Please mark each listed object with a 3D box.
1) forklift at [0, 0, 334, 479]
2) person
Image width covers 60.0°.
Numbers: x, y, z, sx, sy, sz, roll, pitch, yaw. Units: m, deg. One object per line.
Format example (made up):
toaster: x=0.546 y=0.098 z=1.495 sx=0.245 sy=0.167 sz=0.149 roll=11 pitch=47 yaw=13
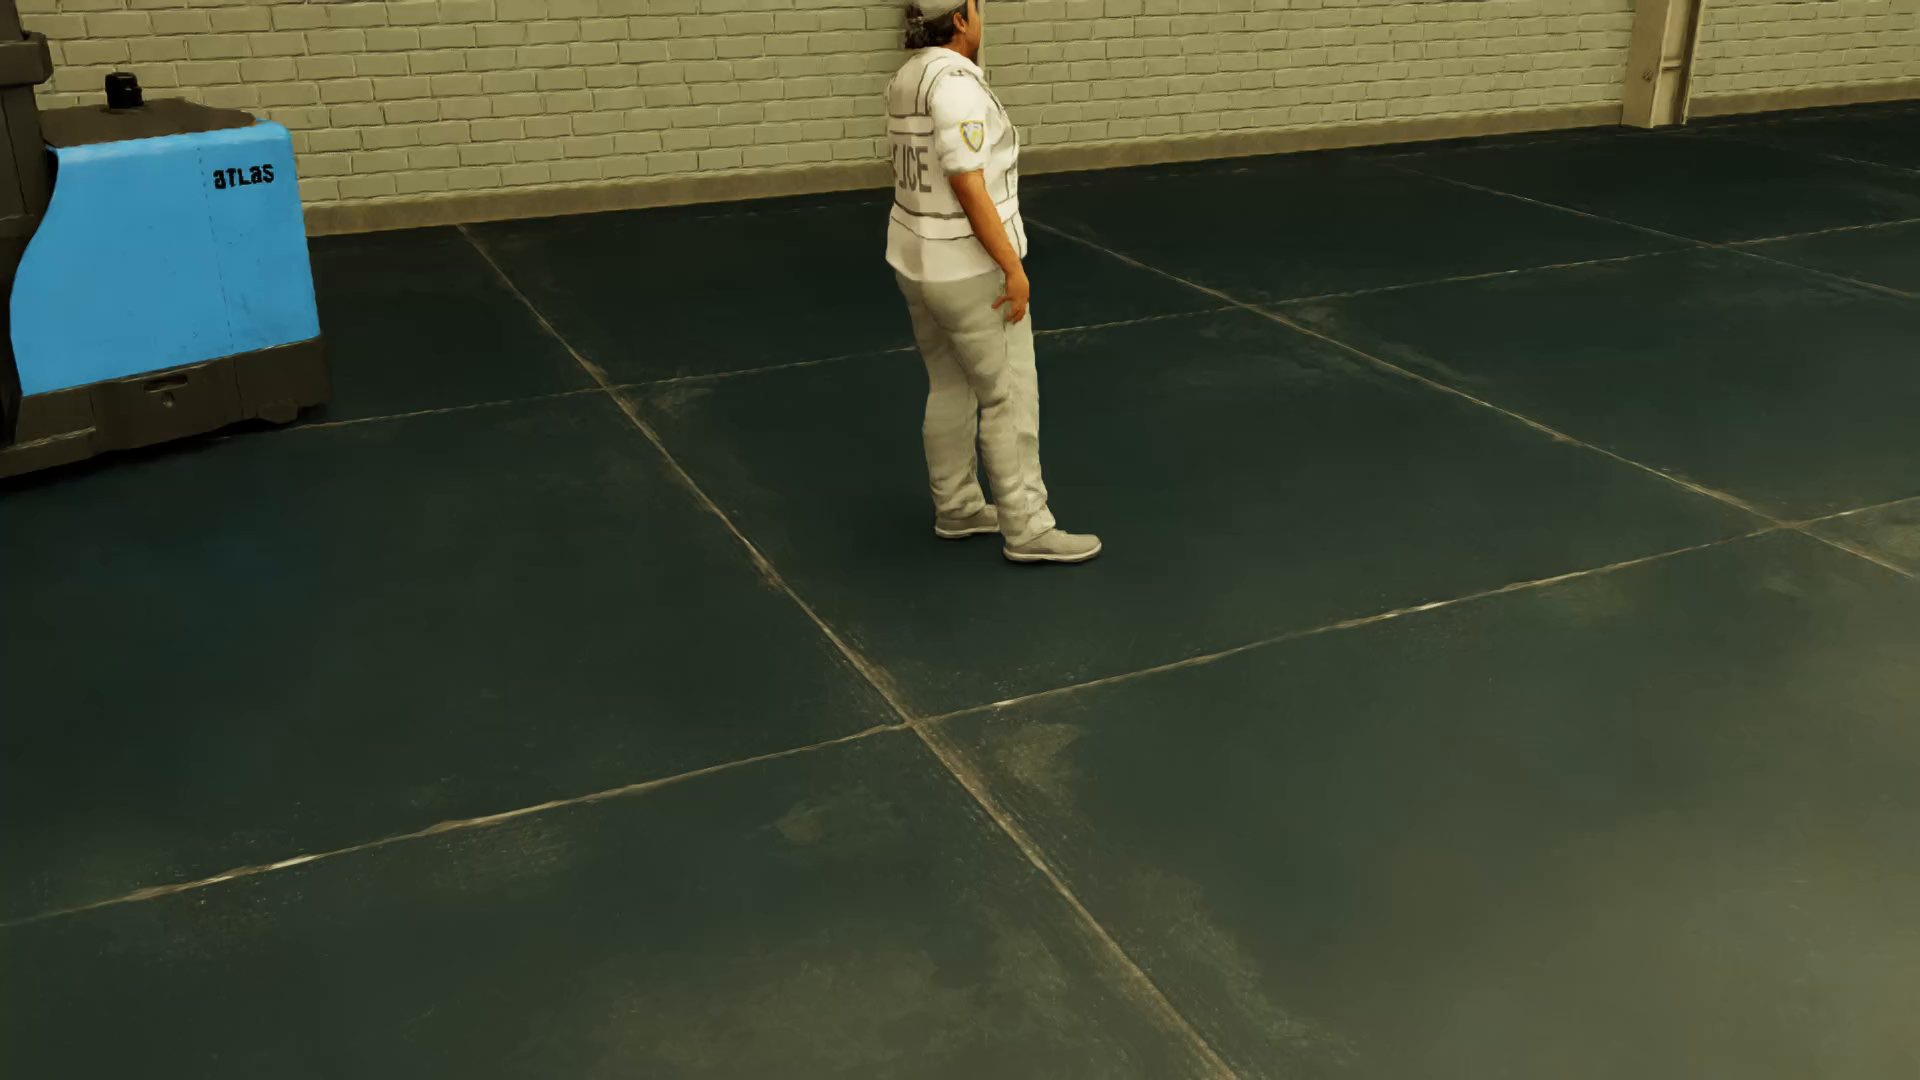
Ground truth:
forklift: x=-3.734 y=-1.548 z=5.013 sx=1.130 sy=2.935 sz=3.031 roll=21 pitch=30 yaw=41
person: x=0.079 y=-0.781 z=4.795 sx=0.529 sy=1.669 sz=0.598 roll=-10 pitch=25 yaw=-23
